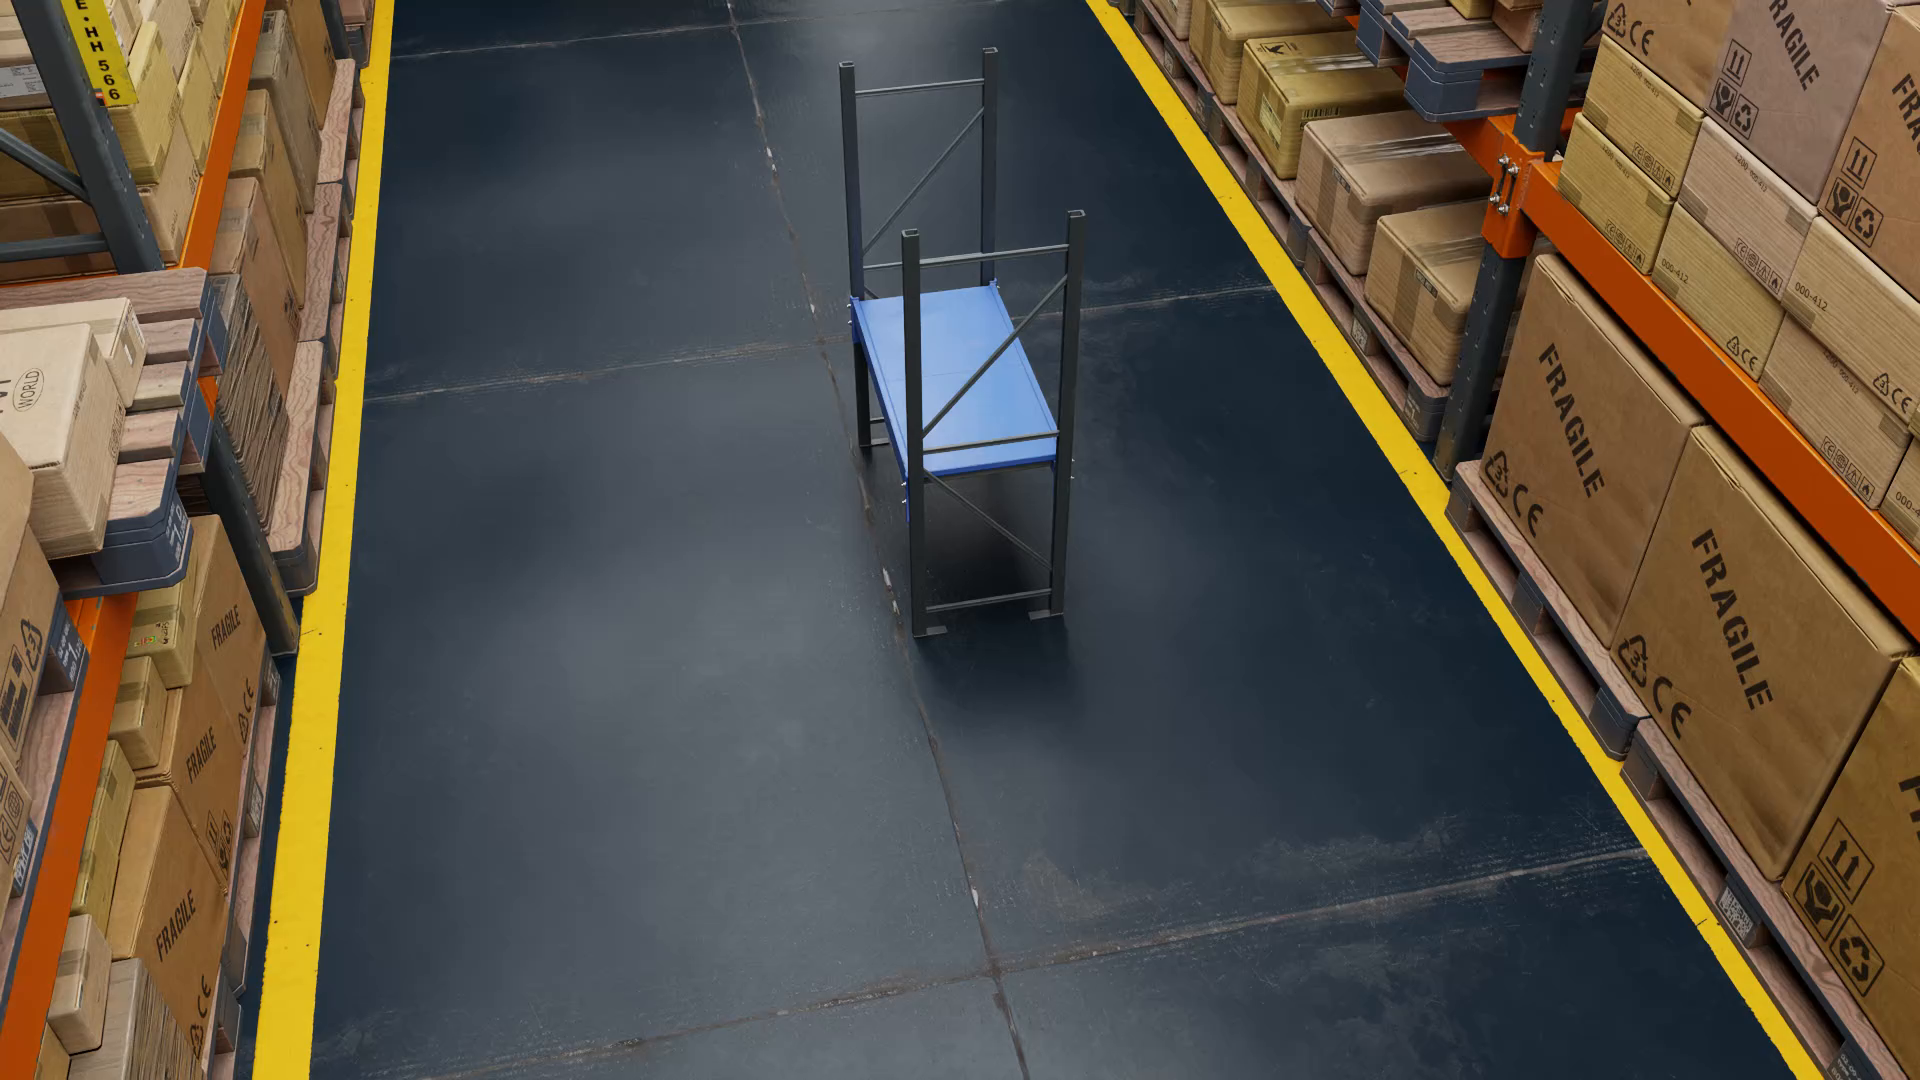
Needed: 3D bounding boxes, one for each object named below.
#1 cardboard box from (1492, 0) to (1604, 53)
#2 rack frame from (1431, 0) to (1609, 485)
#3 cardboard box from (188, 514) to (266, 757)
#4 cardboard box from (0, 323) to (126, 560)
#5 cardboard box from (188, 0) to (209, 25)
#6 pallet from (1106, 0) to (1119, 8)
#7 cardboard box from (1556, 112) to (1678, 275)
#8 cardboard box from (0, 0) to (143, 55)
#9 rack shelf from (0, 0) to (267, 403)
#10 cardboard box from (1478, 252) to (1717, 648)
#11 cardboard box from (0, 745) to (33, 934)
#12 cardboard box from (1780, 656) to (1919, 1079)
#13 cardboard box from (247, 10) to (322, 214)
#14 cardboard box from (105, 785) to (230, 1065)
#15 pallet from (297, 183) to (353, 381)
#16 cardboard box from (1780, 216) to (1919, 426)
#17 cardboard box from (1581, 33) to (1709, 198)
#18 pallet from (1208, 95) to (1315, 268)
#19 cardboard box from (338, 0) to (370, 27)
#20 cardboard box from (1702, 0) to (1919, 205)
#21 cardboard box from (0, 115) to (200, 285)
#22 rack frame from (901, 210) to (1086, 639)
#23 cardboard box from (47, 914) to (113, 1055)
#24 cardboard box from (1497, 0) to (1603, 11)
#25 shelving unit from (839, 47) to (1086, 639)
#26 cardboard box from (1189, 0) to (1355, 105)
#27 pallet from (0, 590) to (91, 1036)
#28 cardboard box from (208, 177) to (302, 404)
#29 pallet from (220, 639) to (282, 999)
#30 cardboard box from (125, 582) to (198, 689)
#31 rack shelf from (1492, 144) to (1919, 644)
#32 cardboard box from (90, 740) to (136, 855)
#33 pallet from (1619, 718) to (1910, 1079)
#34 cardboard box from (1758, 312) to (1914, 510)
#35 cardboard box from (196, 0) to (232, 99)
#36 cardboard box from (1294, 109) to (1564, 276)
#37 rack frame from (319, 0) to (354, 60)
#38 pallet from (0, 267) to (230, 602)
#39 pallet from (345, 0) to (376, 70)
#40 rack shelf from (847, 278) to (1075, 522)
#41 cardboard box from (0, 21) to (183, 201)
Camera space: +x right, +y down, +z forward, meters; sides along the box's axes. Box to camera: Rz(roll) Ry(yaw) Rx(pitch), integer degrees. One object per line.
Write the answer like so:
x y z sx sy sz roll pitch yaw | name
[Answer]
1.920 -1.675 5.250 0.380 0.149 0.250 -7 42 -8 | cardboard box
2.221 -1.433 5.105 1.000 3.000 0.127 -8 42 -9 | rack frame
-2.324 0.302 4.717 0.500 0.500 0.500 -7 42 -8 | cardboard box
-2.082 -0.183 3.493 0.500 0.250 0.500 -10 43 -11 | cardboard box
-2.685 -1.839 5.299 0.500 0.250 0.500 -9 42 -10 | cardboard box
1.178 -3.413 9.436 1.003 0.211 1.213 -8 42 -9 | pallet
2.081 -1.023 4.756 0.500 0.250 0.500 -9 42 -10 | cardboard box
-2.465 -1.421 4.527 0.380 0.149 0.250 -7 42 -8 | cardboard box
-3.057 -1.746 6.000 1.077 0.370 4.000 -8 42 -9 | rack shelf
2.289 -0.336 5.153 0.875 0.875 0.875 -9 42 -10 | cardboard box
-1.929 0.489 2.548 0.700 0.500 0.500 -9 42 -10 | cardboard box
2.669 0.823 3.848 0.875 0.875 0.875 -7 42 -8 | cardboard box
-3.205 -1.740 6.923 0.875 0.625 0.625 -9 42 -10 | cardboard box
-2.111 0.967 3.968 0.500 0.500 0.500 -7 42 -7 | cardboard box
-3.025 -1.005 6.723 1.003 0.211 1.213 -8 42 -9 | pallet
2.295 -0.540 3.835 0.500 0.250 0.500 -8 42 -9 | cardboard box
2.089 -1.200 4.578 0.500 0.250 0.500 -9 42 -10 | cardboard box
1.793 -1.686 7.490 1.003 0.211 1.213 -8 42 -9 | pallet
-3.270 -2.802 8.402 0.500 0.250 0.500 -8 42 -9 | cardboard box
2.205 -1.169 3.979 0.500 0.500 0.500 -8 42 -9 | cardboard box
-2.482 -0.986 4.714 0.500 0.250 0.500 -8 42 -9 | cardboard box
0.091 -0.287 4.943 0.500 1.500 0.032 -8 42 -9 | rack frame
-2.013 0.963 3.483 0.380 0.149 0.250 -10 43 -11 | cardboard box
1.851 -1.993 5.120 0.500 0.500 0.500 -9 42 -11 | cardboard box
-0.018 -0.616 5.314 0.538 1.500 1.048 -8 42 -9 | shelving unit
1.631 -2.395 7.851 0.950 0.372 0.625 -6 42 -7 | cardboard box
-2.201 0.613 2.945 1.003 0.211 1.213 -8 42 -9 | pallet
-2.895 -0.817 5.883 0.875 0.625 0.625 -7 42 -8 | cardboard box
-2.501 0.813 4.675 1.003 0.211 1.213 -8 42 -9 | pallet
-2.182 0.272 4.262 0.380 0.149 0.250 -10 43 -12 | cardboard box
2.652 0.133 3.883 1.077 0.370 4.000 -8 42 -9 | rack shelf
-2.156 0.627 3.862 0.380 0.149 0.250 -7 42 -8 | cardboard box
2.577 0.921 4.553 1.003 0.211 1.213 -8 42 -9 | pallet
2.316 -0.352 4.000 0.500 0.250 0.500 -7 42 -8 | cardboard box
-2.704 -1.645 5.457 0.500 0.250 0.500 -10 42 -11 | cardboard box
1.941 -1.452 6.789 0.950 0.372 0.625 -9 42 -10 | cardboard box
-3.489 -3.312 7.221 1.000 3.000 0.127 -8 42 -9 | rack frame
-2.410 -0.218 3.881 1.213 0.211 1.003 -8 42 -9 | pallet
-3.619 -2.791 8.735 1.003 0.211 1.213 -8 42 -9 | pallet
-0.018 -0.482 5.434 0.538 0.185 1.000 -8 42 -9 | rack shelf
-2.458 -1.176 4.552 0.500 0.250 0.500 -8 42 -9 | cardboard box
